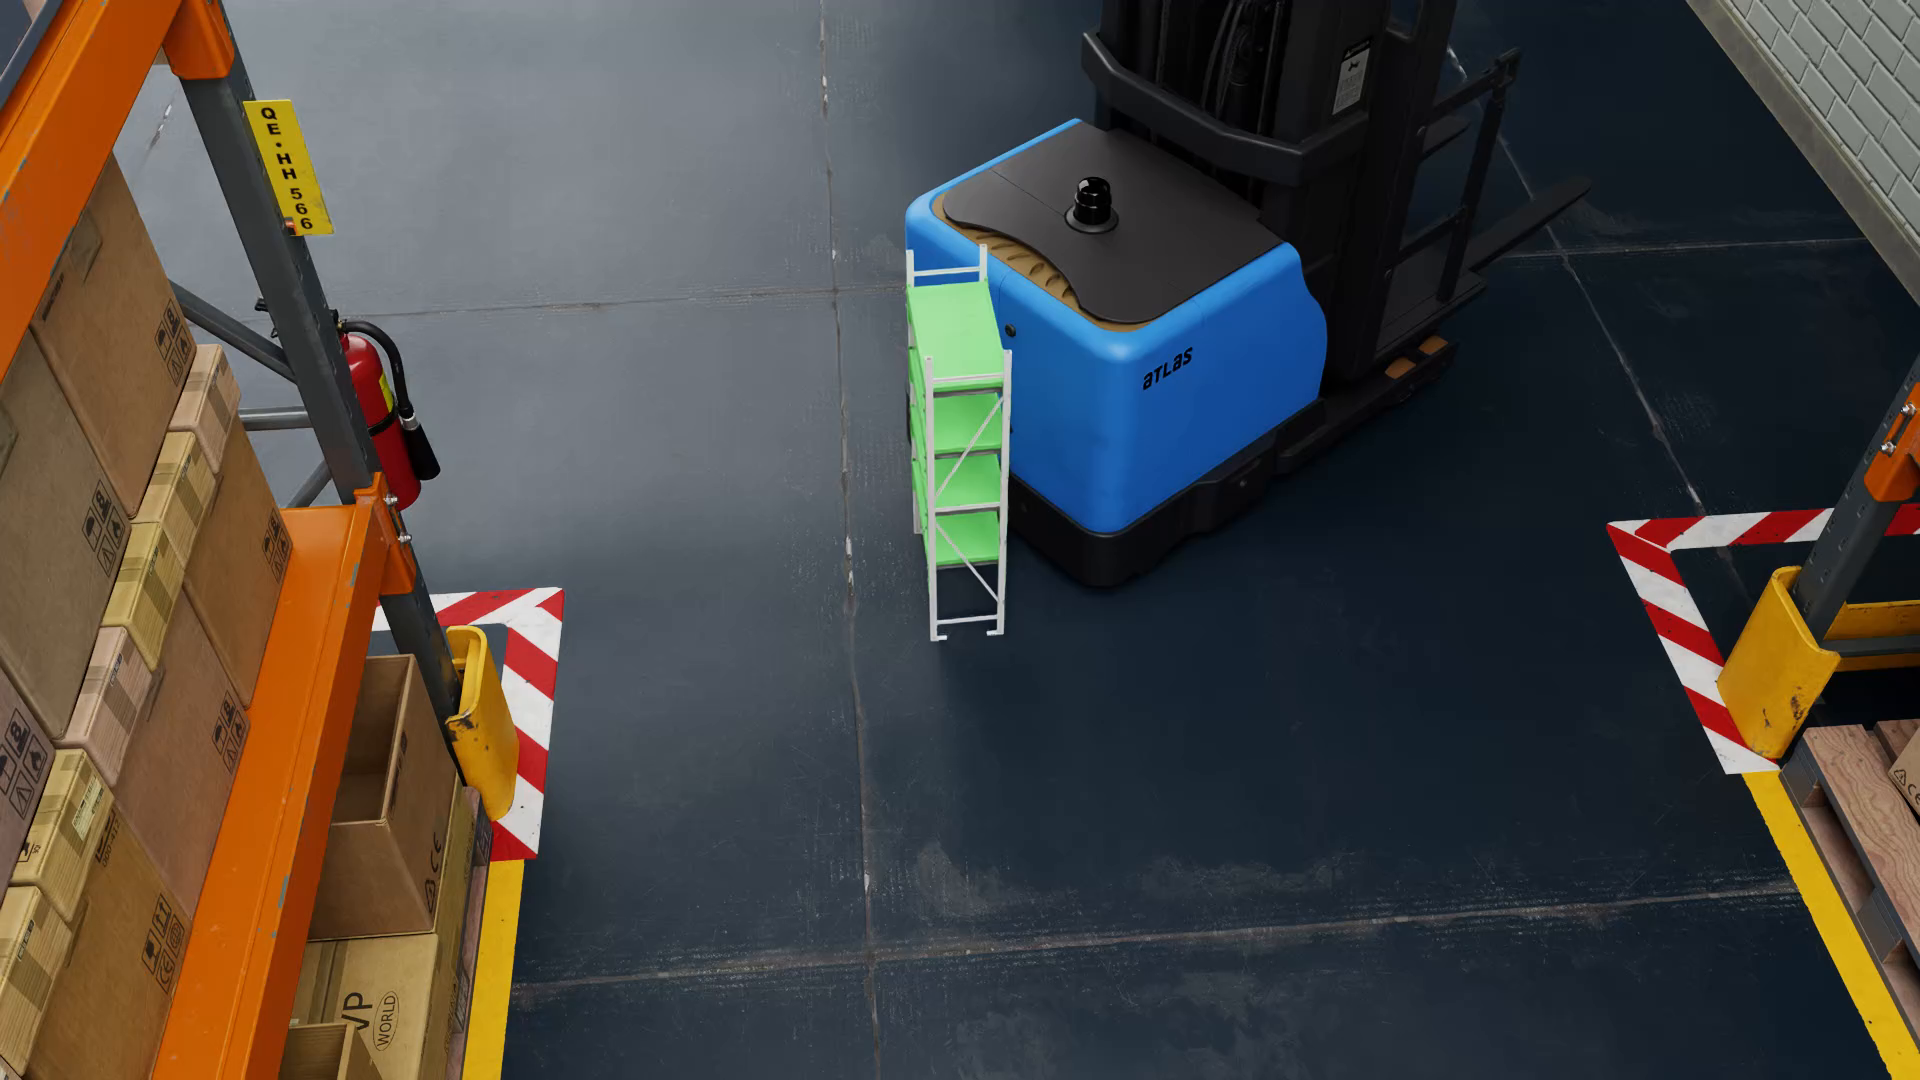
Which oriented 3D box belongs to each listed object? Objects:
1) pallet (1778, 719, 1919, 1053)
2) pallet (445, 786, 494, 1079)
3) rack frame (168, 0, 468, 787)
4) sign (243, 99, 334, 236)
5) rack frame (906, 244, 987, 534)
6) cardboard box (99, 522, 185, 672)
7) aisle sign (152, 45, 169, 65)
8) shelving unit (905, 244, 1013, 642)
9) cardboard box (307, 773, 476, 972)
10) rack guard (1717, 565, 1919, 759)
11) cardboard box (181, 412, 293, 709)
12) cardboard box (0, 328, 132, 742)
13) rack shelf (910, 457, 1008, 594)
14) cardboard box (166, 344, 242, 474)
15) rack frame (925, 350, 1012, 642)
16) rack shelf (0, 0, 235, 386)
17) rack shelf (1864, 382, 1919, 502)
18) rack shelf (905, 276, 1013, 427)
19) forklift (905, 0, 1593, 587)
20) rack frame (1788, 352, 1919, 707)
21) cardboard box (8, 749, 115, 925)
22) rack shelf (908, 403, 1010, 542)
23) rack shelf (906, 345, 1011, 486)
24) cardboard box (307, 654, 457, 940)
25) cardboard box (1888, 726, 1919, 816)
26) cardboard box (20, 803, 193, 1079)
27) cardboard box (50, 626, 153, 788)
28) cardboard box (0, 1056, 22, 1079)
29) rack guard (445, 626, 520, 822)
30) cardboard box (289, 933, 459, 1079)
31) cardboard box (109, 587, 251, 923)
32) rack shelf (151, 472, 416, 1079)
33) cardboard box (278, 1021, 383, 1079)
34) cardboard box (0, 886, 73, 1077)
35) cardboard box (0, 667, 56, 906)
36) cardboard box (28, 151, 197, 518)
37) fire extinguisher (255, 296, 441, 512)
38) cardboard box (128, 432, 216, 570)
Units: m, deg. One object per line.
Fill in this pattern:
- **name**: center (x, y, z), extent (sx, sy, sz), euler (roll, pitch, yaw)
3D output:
- **pallet**: center (3.040, 1.035, 4.625), extent (1.003, 0.211, 1.213), euler (-3, 47, -3)
- **pallet**: center (-1.829, 1.244, 4.426), extent (1.003, 0.211, 1.213), euler (-3, 47, -3)
- **rack frame**: center (-1.935, -0.265, 3.935), extent (1.000, 3.000, 0.127), euler (-3, 47, -3)
- **sign**: center (-1.393, -0.768, 3.451), extent (0.100, 0.325, 0.005), euler (-3, 47, -3)
- **rack frame**: center (-0.039, -0.448, 5.348), extent (0.240, 1.200, 0.015), euler (-5, 47, -5)
- **cardboard box**: center (-1.668, 0.116, 3.058), extent (0.380, 0.149, 0.250), euler (-4, 47, -4)
- **aisle sign**: center (-1.648, -1.225, 3.053), extent (0.394, 0.787, 0.004), euler (-3, 47, -3)
- **shelving unit**: center (-0.008, -0.273, 5.182), extent (0.258, 1.200, 0.503), euler (-5, 47, -5)
- **cardboard box**: center (-1.596, 0.906, 4.431), extent (0.500, 0.250, 0.500), euler (-3, 47, -3)
- **rack guard**: center (3.007, 0.345, 5.078), extent (1.175, 0.500, 0.348), euler (-3, 47, -3)
- **cardboard box**: center (-1.909, 0.039, 3.578), extent (0.700, 0.500, 0.500), euler (-3, 47, -3)
- **cardboard box**: center (-1.855, 0.011, 2.711), extent (0.700, 0.500, 0.500), euler (-5, 47, -4)
- **rack shelf**: center (-0.008, -0.064, 5.402), extent (0.258, 0.148, 0.480), euler (-5, 47, -5)
- **cardboard box**: center (-1.713, -0.258, 3.413), extent (0.380, 0.149, 0.250), euler (-4, 47, -4)
- **rack frame**: center (0.023, -0.097, 5.015), extent (0.240, 1.200, 0.015), euler (-5, 47, -5)
- **rack shelf**: center (-1.768, 0.398, 1.737), extent (1.077, 0.370, 4.000), euler (-3, 47, -3)
- **rack shelf**: center (3.168, 1.125, 3.114), extent (1.077, 0.370, 4.000), euler (-3, 47, -3)
- **rack shelf**: center (-0.008, -0.559, 4.880), extent (0.258, 0.148, 0.480), euler (-5, 47, -5)
- **forklift**: center (1.248, -1.784, 5.421), extent (3.031, 2.935, 1.130), euler (-33, 55, -27)
- **rack frame**: center (3.001, -0.569, 4.223), extent (1.000, 3.000, 0.127), euler (-3, 47, -3)
- **cardboard box**: center (-1.627, 0.489, 2.706), extent (0.380, 0.149, 0.250), euler (-2, 47, -2)
- **rack shelf**: center (-0.008, -0.229, 5.228), extent (0.258, 0.148, 0.480), euler (-5, 47, -5)
- **rack shelf**: center (-0.008, -0.394, 5.054), extent (0.258, 0.148, 0.480), euler (-5, 47, -5)
- **cardboard box**: center (-1.594, 0.648, 4.158), extent (0.500, 0.500, 0.500), euler (-3, 47, -3)
- **cardboard box**: center (2.969, 0.710, 4.560), extent (0.500, 0.311, 0.500), euler (-8, 47, -8)
- **cardboard box**: center (-1.824, 0.778, 2.878), extent (0.700, 0.500, 0.500), euler (-3, 47, -3)
- **cardboard box**: center (-1.650, 0.299, 2.886), extent (0.380, 0.149, 0.250), euler (-3, 47, -3)
- **cardboard box**: center (-1.581, 0.864, 2.350), extent (0.380, 0.149, 0.250), euler (-4, 47, -4)
- **rack guard**: center (-1.937, 0.577, 4.859), extent (1.175, 0.500, 0.348), euler (-3, 47, -3)
- **cardboard box**: center (-1.542, 1.267, 4.089), extent (0.500, 0.250, 0.500), euler (-3, 47, -3)
- **cardboard box**: center (-1.860, 0.419, 3.219), extent (0.700, 0.500, 0.500), euler (-2, 47, -2)
- **rack shelf**: center (-1.768, 1.429, 2.826), extent (1.077, 0.370, 4.000), euler (-3, 47, -3)
- **cardboard box**: center (-1.495, 1.371, 3.474), extent (0.500, 0.500, 0.500), euler (-3, 47, -3)
- **cardboard box**: center (-1.603, 0.679, 2.525), extent (0.380, 0.149, 0.250), euler (-2, 47, -2)
- **cardboard box**: center (-1.812, 0.376, 2.366), extent (0.700, 0.500, 0.500), euler (-3, 47, -3)
- **cardboard box**: center (-1.904, -0.369, 3.071), extent (0.700, 0.500, 0.500), euler (-3, 47, -3)
- **fire extinguisher**: center (-1.482, -0.352, 4.071), extent (0.296, 0.674, 0.183), euler (-3, 47, -3)
- **cardboard box**: center (-1.690, -0.069, 3.233), extent (0.380, 0.149, 0.250), euler (-2, 47, -2)
